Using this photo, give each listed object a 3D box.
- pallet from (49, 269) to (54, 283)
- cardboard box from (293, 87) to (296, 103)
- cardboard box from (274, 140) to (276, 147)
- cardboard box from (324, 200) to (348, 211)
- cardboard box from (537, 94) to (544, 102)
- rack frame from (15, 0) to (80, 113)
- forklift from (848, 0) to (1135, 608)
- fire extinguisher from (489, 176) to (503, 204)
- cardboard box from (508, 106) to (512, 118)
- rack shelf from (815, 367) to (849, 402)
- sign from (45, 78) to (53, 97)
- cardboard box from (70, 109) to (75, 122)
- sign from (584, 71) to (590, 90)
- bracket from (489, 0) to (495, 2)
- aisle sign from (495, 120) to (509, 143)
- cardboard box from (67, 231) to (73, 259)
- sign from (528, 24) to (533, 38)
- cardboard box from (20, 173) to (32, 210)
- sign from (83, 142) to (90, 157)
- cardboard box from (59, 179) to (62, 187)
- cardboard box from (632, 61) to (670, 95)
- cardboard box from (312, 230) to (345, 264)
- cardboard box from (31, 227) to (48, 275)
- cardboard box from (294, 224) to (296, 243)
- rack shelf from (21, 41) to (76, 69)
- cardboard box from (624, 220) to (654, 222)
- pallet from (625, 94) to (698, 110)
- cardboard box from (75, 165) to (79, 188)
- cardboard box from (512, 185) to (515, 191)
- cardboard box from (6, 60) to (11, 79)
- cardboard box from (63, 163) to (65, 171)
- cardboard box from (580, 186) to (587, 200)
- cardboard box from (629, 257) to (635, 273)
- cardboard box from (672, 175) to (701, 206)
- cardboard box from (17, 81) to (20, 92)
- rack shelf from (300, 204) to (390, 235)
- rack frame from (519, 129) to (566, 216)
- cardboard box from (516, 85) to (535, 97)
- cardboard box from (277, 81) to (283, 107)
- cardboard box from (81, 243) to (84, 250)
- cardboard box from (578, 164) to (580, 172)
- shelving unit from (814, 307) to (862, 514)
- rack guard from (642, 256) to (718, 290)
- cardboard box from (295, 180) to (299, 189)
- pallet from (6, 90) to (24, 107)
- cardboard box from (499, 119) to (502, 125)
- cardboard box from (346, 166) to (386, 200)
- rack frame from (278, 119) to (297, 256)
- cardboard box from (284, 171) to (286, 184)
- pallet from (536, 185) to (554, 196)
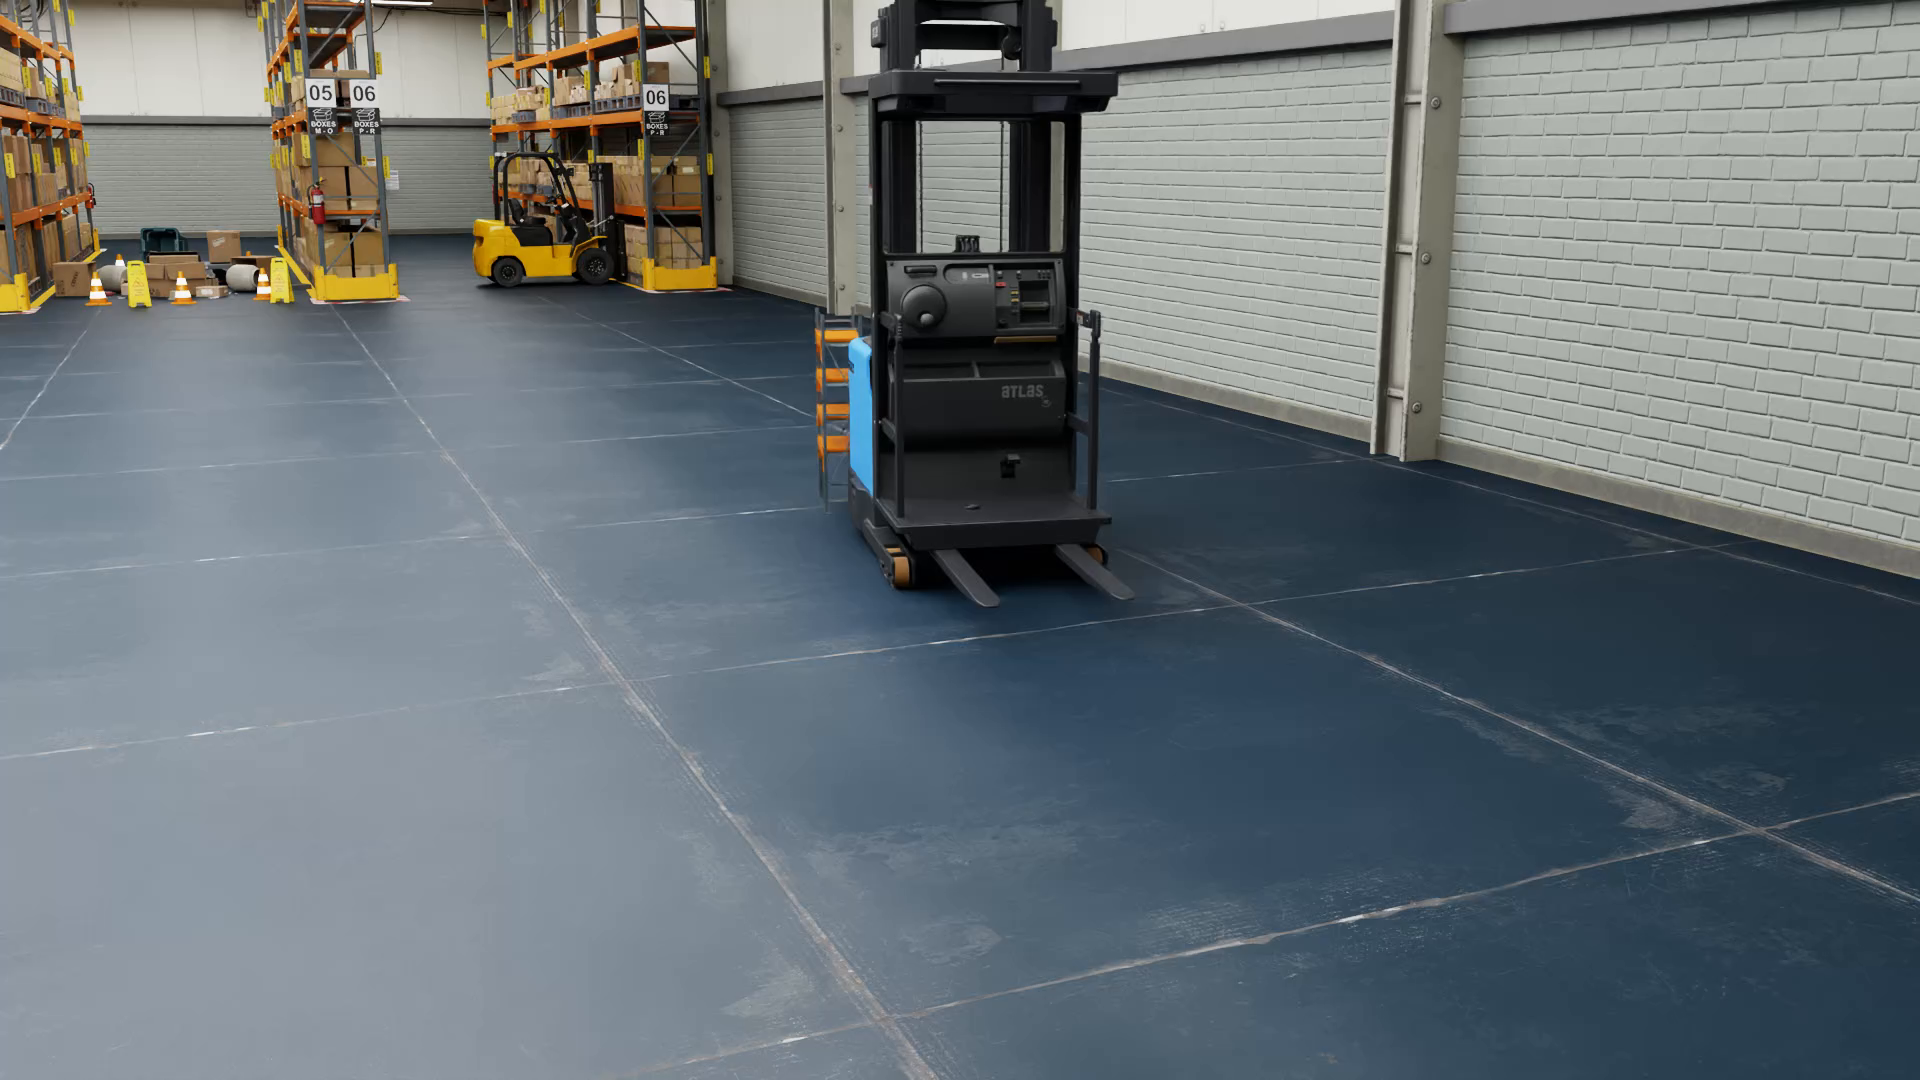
[{"bbox_3d":[-16.070,-4.519,28.425,1.003,0.211,1.213,-6,14,-23],"label":"pallet"},{"bbox_3d":[-10.564,-7.252,27.071,0.500,0.250,0.500,-6,14,-23],"label":"cardboard box"},{"bbox_3d":[-15.454,-9.061,37.989,0.380,0.149,0.250,-5,14,-21],"label":"cardboard box"},{"bbox_3d":[-9.448,-5.049,25.090,0.380,0.149,0.250,-5,14,-21],"label":"cardboard box"},{"bbox_3d":[-8.586,-9.203,34.619,0.380,0.149,0.250,-6,14,-24],"label":"cardboard box"},{"bbox_3d":[-20.006,-10.874,36.396,1.000,3.000,0.127,-6,14,-23],"label":"rack frame"},{"bbox_3d":[0.132,-1.273,8.371,1.130,2.935,3.031,-3,13,-11],"label":"forklift"},{"bbox_3d":[-11.447,-8.638,41.037,0.296,0.674,0.183,-6,14,-23],"label":"fire extinguisher"},{"bbox_3d":[-10.003,-9.759,37.902,0.500,0.250,0.500,-6,14,-25],"label":"cardboard box"},{"bbox_3d":[-0.736,-0.952,10.128,0.258,0.148,0.480,-2,13,-8],"label":"rack shelf"},{"bbox_3d":[-16.290,-8.099,29.735,0.100,0.325,0.005,-6,14,-23],"label":"sign"},{"bbox_3d":[-18.747,-8.845,34.613,0.500,0.250,0.500,-5,14,-21],"label":"cardboard box"},{"bbox_3d":[-6.651,-8.205,29.670,0.100,0.325,0.005,-6,14,-23],"label":"sign"},{"bbox_3d":[-12.660,-14.726,45.059,0.235,0.232,0.430,-6,14,-23],"label":"bracket"},{"bbox_3d":[-11.261,-10.122,40.688,0.394,0.787,0.004,-6,14,-23],"label":"aisle sign"},{"bbox_3d":[-17.056,-5.558,31.344,0.500,0.500,0.500,-5,14,-22],"label":"cardboard box"},{"bbox_3d":[-10.448,-12.369,40.434,0.100,0.325,0.005,-6,14,-23],"label":"sign"},{"bbox_3d":[-14.800,-5.358,25.537,0.875,0.550,0.550,-6,14,-23],"label":"cardboard box"},{"bbox_3d":[-19.490,-8.715,37.105,0.100,0.325,0.005,-6,14,-23],"label":"sign"},{"bbox_3d":[-17.539,-6.874,32.044,0.380,0.149,0.250,-5,14,-21],"label":"cardboard box"},{"bbox_3d":[-4.956,-7.396,26.644,0.500,0.500,0.500,-5,14,-21],"label":"cardboard box"},{"bbox_3d":[-9.874,-4.593,26.068,0.500,0.500,0.500,-5,14,-21],"label":"cardboard box"},{"bbox_3d":[-15.531,-4.701,27.086,1.050,0.750,0.750,-6,14,-23],"label":"cardboard box"},{"bbox_3d":[-14.062,-6.689,36.368,0.875,0.438,0.875,-6,14,-24],"label":"cardboard box"},{"bbox_3d":[-19.205,-10.109,34.692,1.077,0.370,4.000,-6,14,-23],"label":"rack shelf"},{"bbox_3d":[-5.784,-5.657,30.109,0.500,0.250,0.500,-5,14,-22],"label":"cardboard box"},{"bbox_3d":[-4.815,-7.129,27.065,1.003,0.211,1.213,-6,14,-23],"label":"pallet"},{"bbox_3d":[-18.576,-7.545,34.436,0.500,0.500,0.500,-6,14,-23],"label":"cardboard box"},{"bbox_3d":[-10.180,-8.173,38.587,0.380,0.149,0.250,-6,14,-24],"label":"cardboard box"},{"bbox_3d":[-14.163,-6.868,24.258,0.500,0.250,0.500,-6,14,-23],"label":"cardboard box"},{"bbox_3d":[-18.064,-7.432,33.134,0.380,0.149,0.250,-5,14,-20],"label":"cardboard box"},{"bbox_3d":[-6.806,-6.500,31.134,0.500,0.250,0.500,-6,14,-23],"label":"cardboard box"},{"bbox_3d":[-5.224,-4.600,27.759,0.500,0.250,0.500,-6,14,-23],"label":"cardboard box"},{"bbox_3d":[-4.500,-5.739,27.292,0.500,0.500,0.500,-5,14,-21],"label":"cardboard box"},{"bbox_3d":[-14.555,-6.913,25.337,0.380,0.149,0.250,-5,14,-22],"label":"cardboard box"},{"bbox_3d":[-9.903,-5.176,26.678,1.077,0.370,4.000,-6,14,-23],"label":"rack shelf"},{"bbox_3d":[-9.363,-8.042,37.464,1.000,3.000,0.127,-6,14,-23],"label":"rack frame"},{"bbox_3d":[-9.562,-9.887,36.610,0.396,0.266,0.258,-6,14,-24],"label":"cardboard box"},{"bbox_3d":[-12.877,-8.668,32.366,0.700,0.500,0.500,-6,15,-26],"label":"cardboard box"},{"bbox_3d":[-18.256,-6.045,34.226,0.380,0.149,0.250,-6,14,-25],"label":"cardboard box"},{"bbox_3d":[-7.037,-7.066,31.586,0.380,0.149,0.250,-5,14,-22],"label":"cardboard box"},{"bbox_3d":[-0.736,-0.800,10.163,0.258,1.200,0.503,-2,13,-8],"label":"shelving unit"},{"bbox_3d":[-4.546,-4.340,27.013,1.175,0.500,0.348,-6,14,-23],"label":"rack guard"},{"bbox_3d":[-12.106,-6.584,30.790,0.380,0.149,0.250,-6,14,-23],"label":"cardboard box"},{"bbox_3d":[-14.881,-6.720,25.298,1.003,0.211,1.213,-6,14,-23],"label":"pallet"},{"bbox_3d":[-10.717,-9.900,39.397,0.380,0.149,0.250,-6,14,-23],"label":"cardboard box"},{"bbox_3d":[-9.038,-5.430,25.298,0.500,0.500,0.500,-6,14,-24],"label":"cardboard box"},{"bbox_3d":[-13.909,-7.593,35.524,1.000,3.000,0.127,-6,14,-23],"label":"rack frame"},{"bbox_3d":[-13.374,-7.331,33.616,0.500,0.250,0.500,-6,14,-25],"label":"cardboard box"},{"bbox_3d":[-8.096,-7.256,34.493,1.213,0.211,1.003,-6,14,-23],"label":"pallet"}]
